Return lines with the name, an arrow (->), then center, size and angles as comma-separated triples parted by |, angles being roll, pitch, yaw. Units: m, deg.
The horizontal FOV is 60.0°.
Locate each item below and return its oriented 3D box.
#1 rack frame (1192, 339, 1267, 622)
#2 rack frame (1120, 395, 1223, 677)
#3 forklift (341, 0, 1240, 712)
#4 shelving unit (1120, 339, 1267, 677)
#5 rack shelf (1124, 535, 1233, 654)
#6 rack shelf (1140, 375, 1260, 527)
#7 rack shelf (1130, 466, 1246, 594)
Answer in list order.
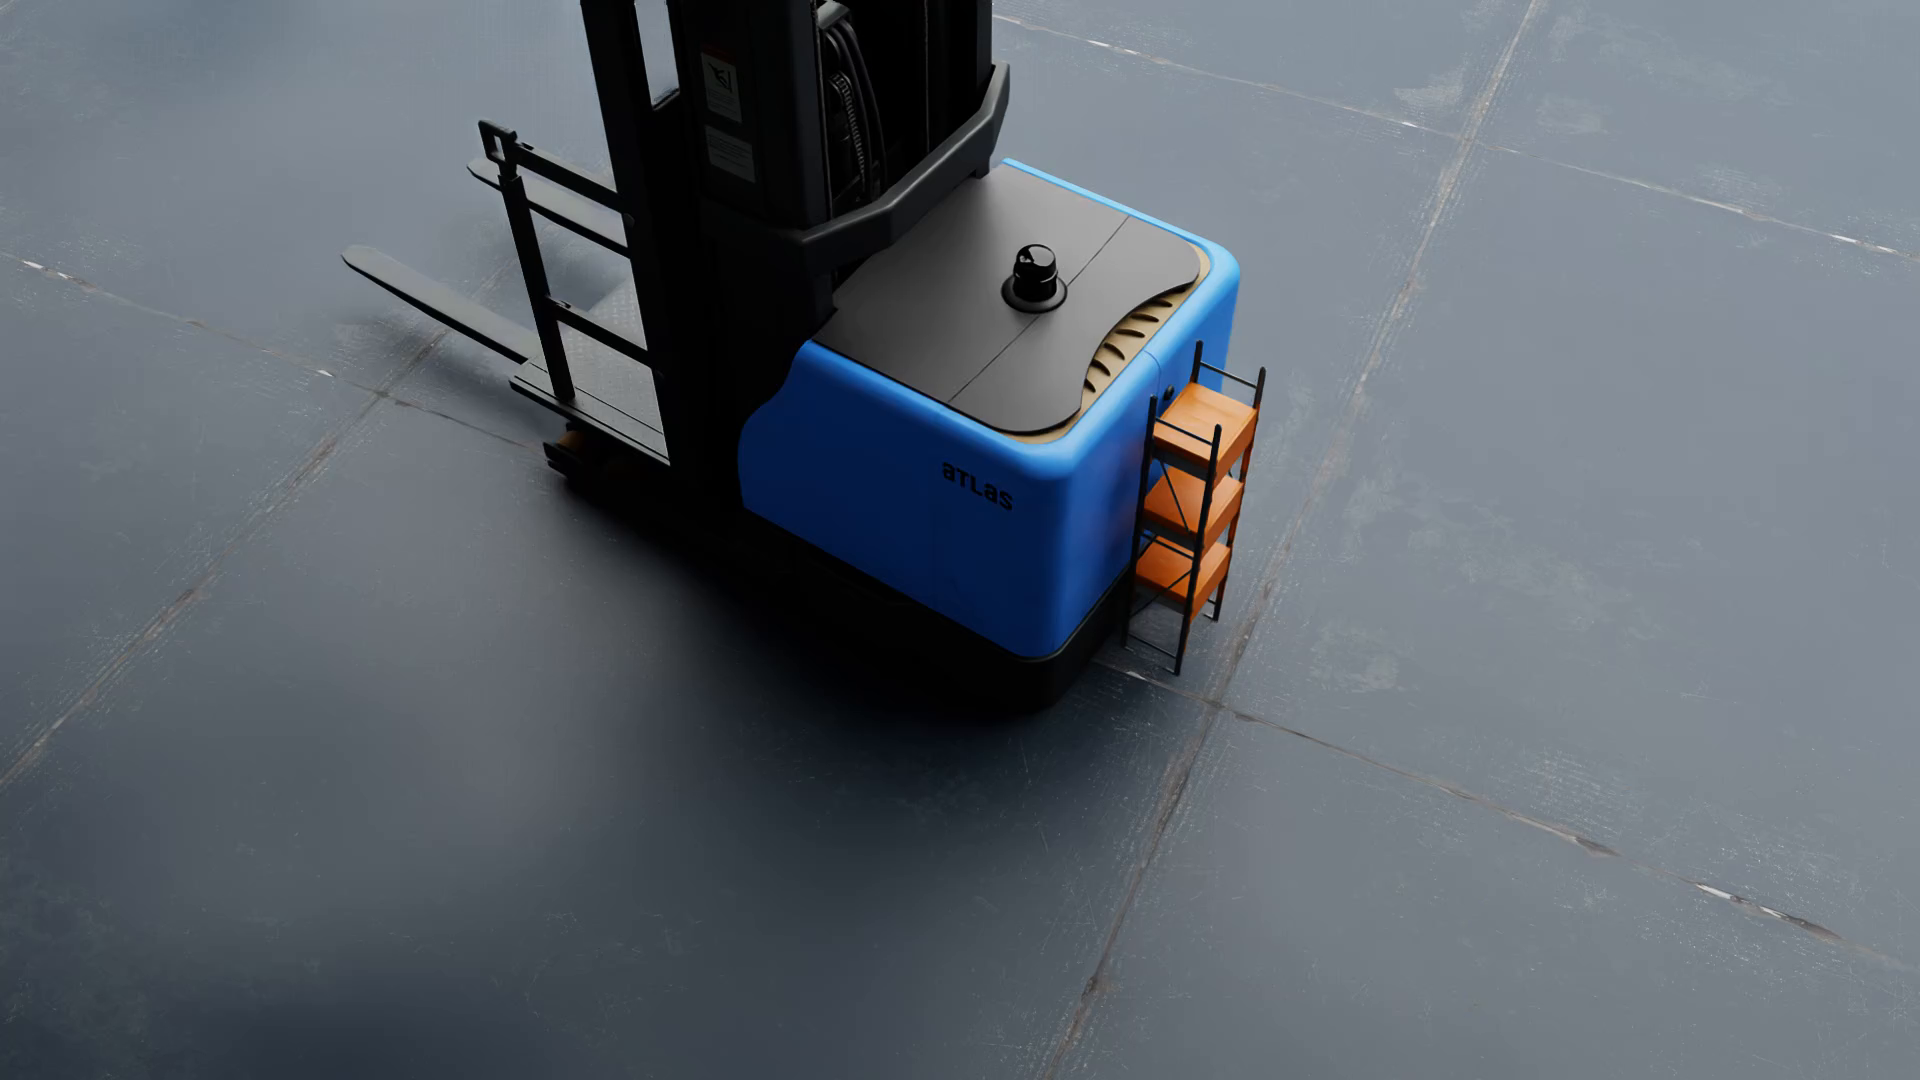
rack frame -> 0.699, -0.136, 4.677 | 0.200, 1.050, 0.008 | 27, 55, 21
rack frame -> 0.564, 0.019, 4.545 | 0.200, 1.050, 0.008 | 27, 55, 21
forklift -> -0.727, -1.362, 4.484 | 3.031, 2.935, 1.130 | 27, 55, 21
shelving unit -> 0.631, -0.059, 4.611 | 0.215, 1.050, 0.252 | 27, 55, 21
rack shelf -> 0.631, 0.128, 4.831 | 0.215, 0.259, 0.240 | 27, 55, 21
rack shelf -> 0.631, -0.236, 4.403 | 0.215, 0.259, 0.240 | 27, 55, 21
rack shelf -> 0.631, -0.052, 4.619 | 0.215, 0.259, 0.240 | 27, 55, 21
